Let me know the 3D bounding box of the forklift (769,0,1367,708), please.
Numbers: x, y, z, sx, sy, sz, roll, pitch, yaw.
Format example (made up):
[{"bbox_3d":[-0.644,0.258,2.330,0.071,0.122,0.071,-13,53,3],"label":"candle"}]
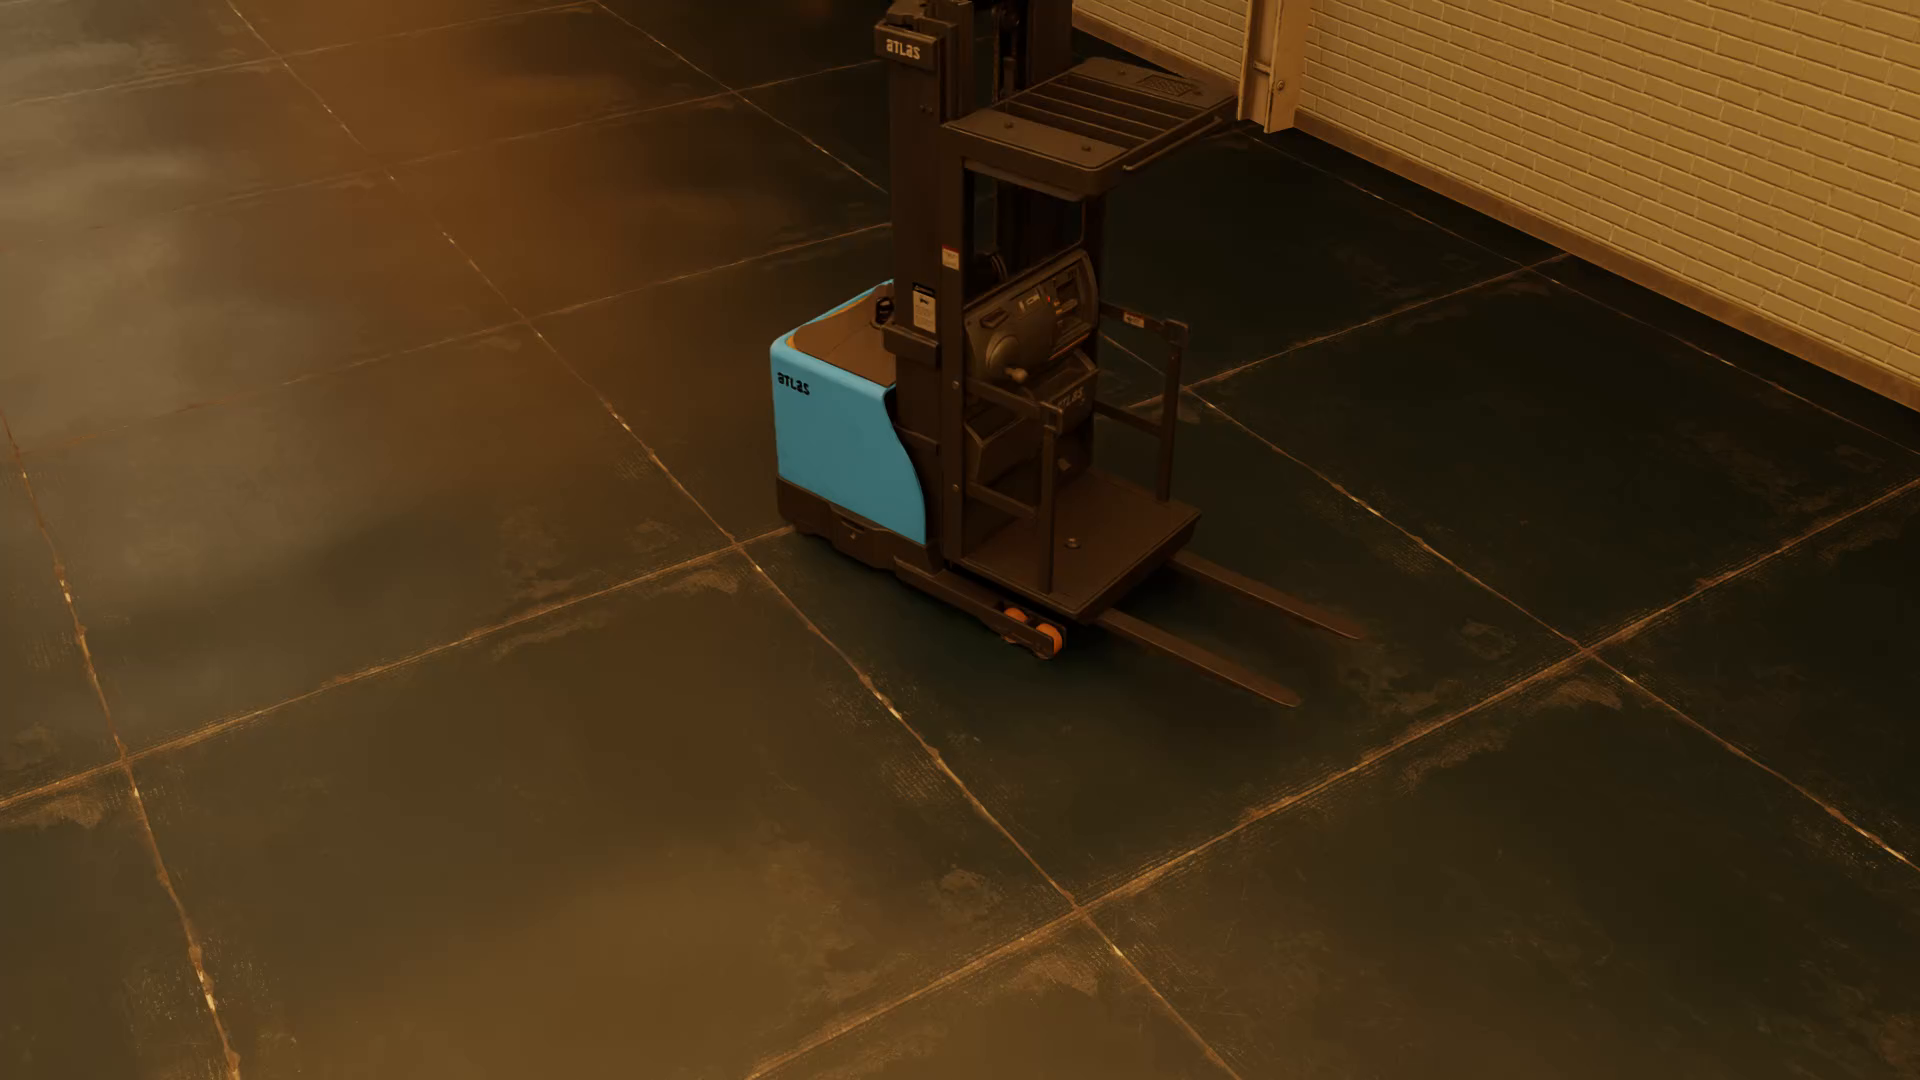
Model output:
[{"bbox_3d":[0.500,-0.981,7.544,3.031,2.935,1.130,25,42,31],"label":"forklift"}]
